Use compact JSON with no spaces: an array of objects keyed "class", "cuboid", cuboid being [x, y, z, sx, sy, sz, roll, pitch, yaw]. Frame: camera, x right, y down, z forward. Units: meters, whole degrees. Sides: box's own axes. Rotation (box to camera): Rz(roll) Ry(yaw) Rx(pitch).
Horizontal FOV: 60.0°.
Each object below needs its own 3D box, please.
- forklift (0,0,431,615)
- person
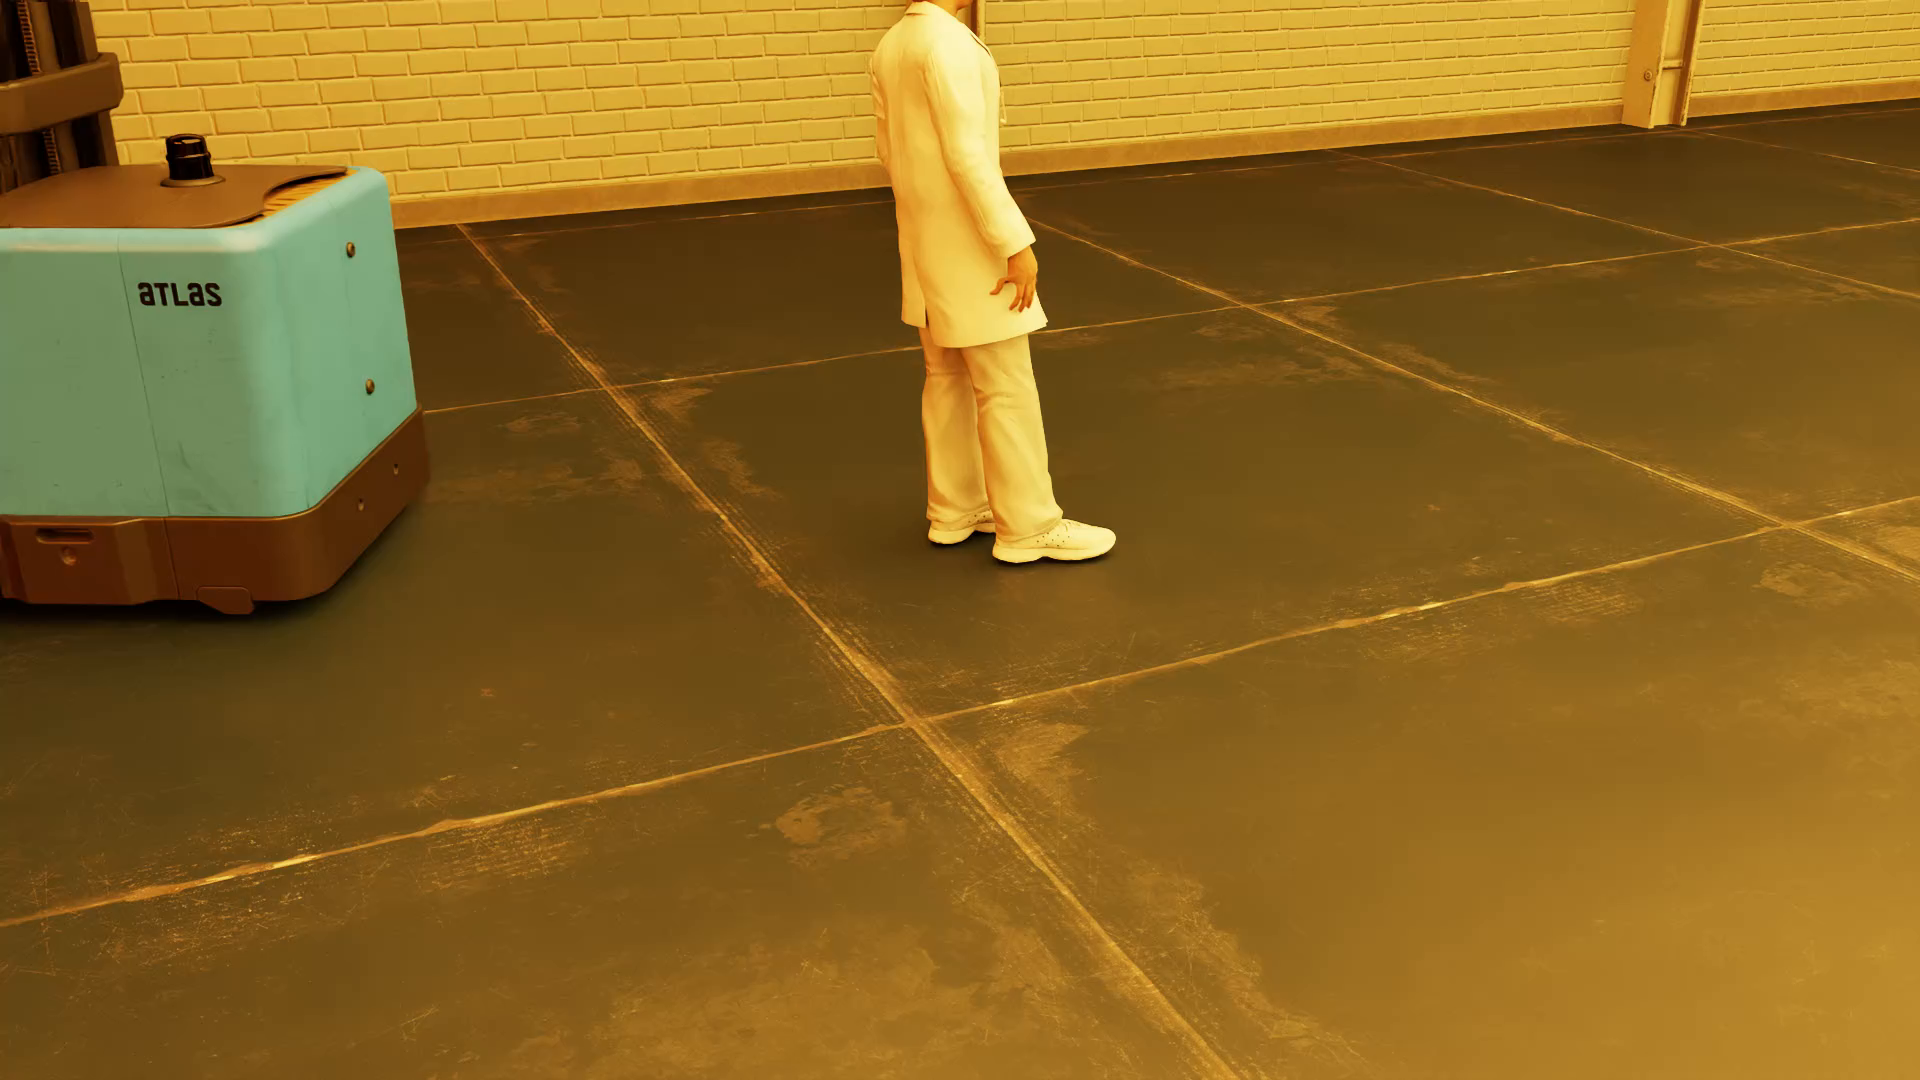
[{"class":"forklift","cuboid":[-3.243,-1.335,4.499,3.031,2.935,1.130,1,23,1]},{"class":"person","cuboid":[0.084,-0.841,4.794,0.581,1.775,0.694,-10,25,-23]}]
